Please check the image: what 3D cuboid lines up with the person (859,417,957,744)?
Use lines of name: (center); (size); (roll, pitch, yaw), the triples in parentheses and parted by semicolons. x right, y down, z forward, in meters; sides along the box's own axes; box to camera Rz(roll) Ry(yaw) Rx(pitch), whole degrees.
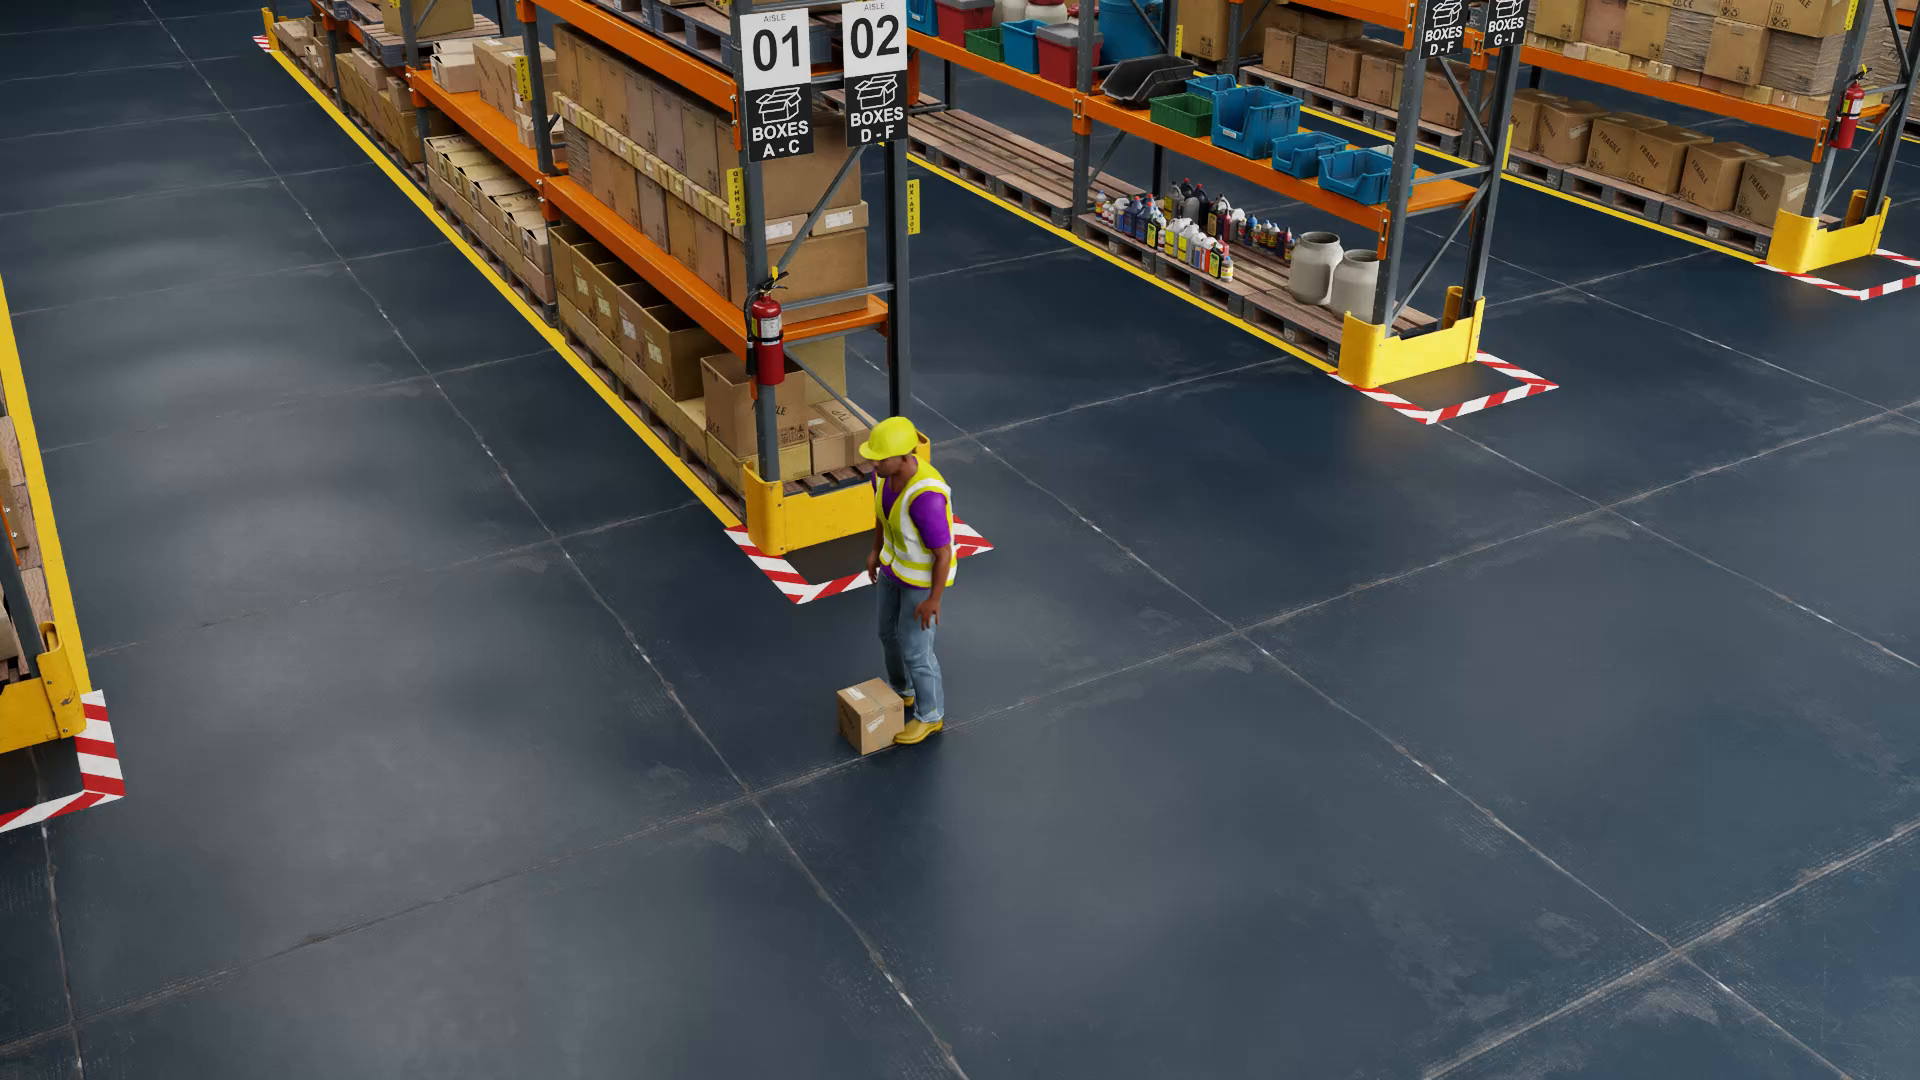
person: (-0.270, 0.178, 8.222); (0.462, 1.761, 0.629); (-16, 33, -27)
